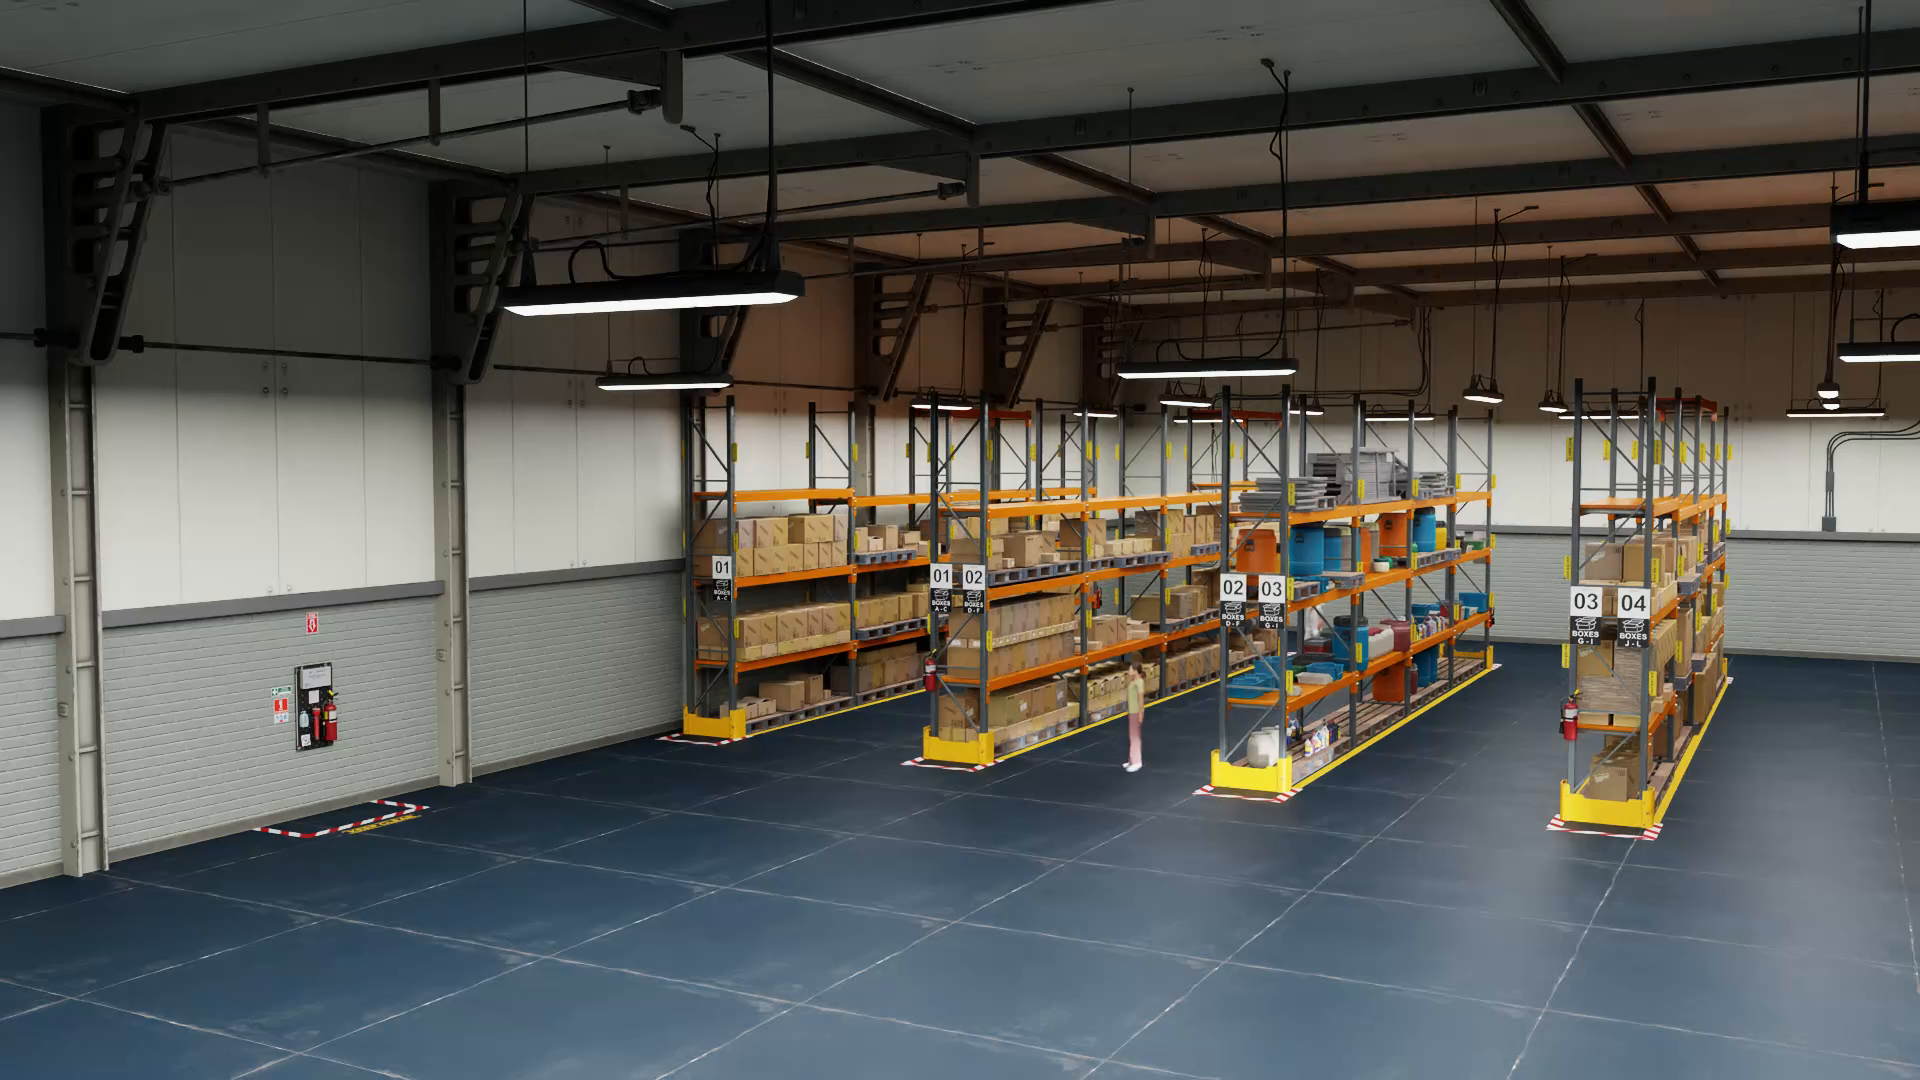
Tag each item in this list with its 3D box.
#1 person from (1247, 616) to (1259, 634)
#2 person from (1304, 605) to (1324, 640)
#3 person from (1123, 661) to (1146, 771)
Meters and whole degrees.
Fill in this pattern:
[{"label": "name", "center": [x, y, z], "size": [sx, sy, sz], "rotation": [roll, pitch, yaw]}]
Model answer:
[{"label": "person", "center": [7.875, 1.847, 44.430], "size": [0.487, 1.655, 0.547], "rotation": [0, 3, 4]}, {"label": "person", "center": [8.097, 2.106, 38.129], "size": [0.486, 1.736, 1.051], "rotation": [1, 3, 26]}, {"label": "person", "center": [2.779, 2.789, 26.360], "size": [0.386, 1.705, 0.560], "rotation": [0, 3, 1]}]
